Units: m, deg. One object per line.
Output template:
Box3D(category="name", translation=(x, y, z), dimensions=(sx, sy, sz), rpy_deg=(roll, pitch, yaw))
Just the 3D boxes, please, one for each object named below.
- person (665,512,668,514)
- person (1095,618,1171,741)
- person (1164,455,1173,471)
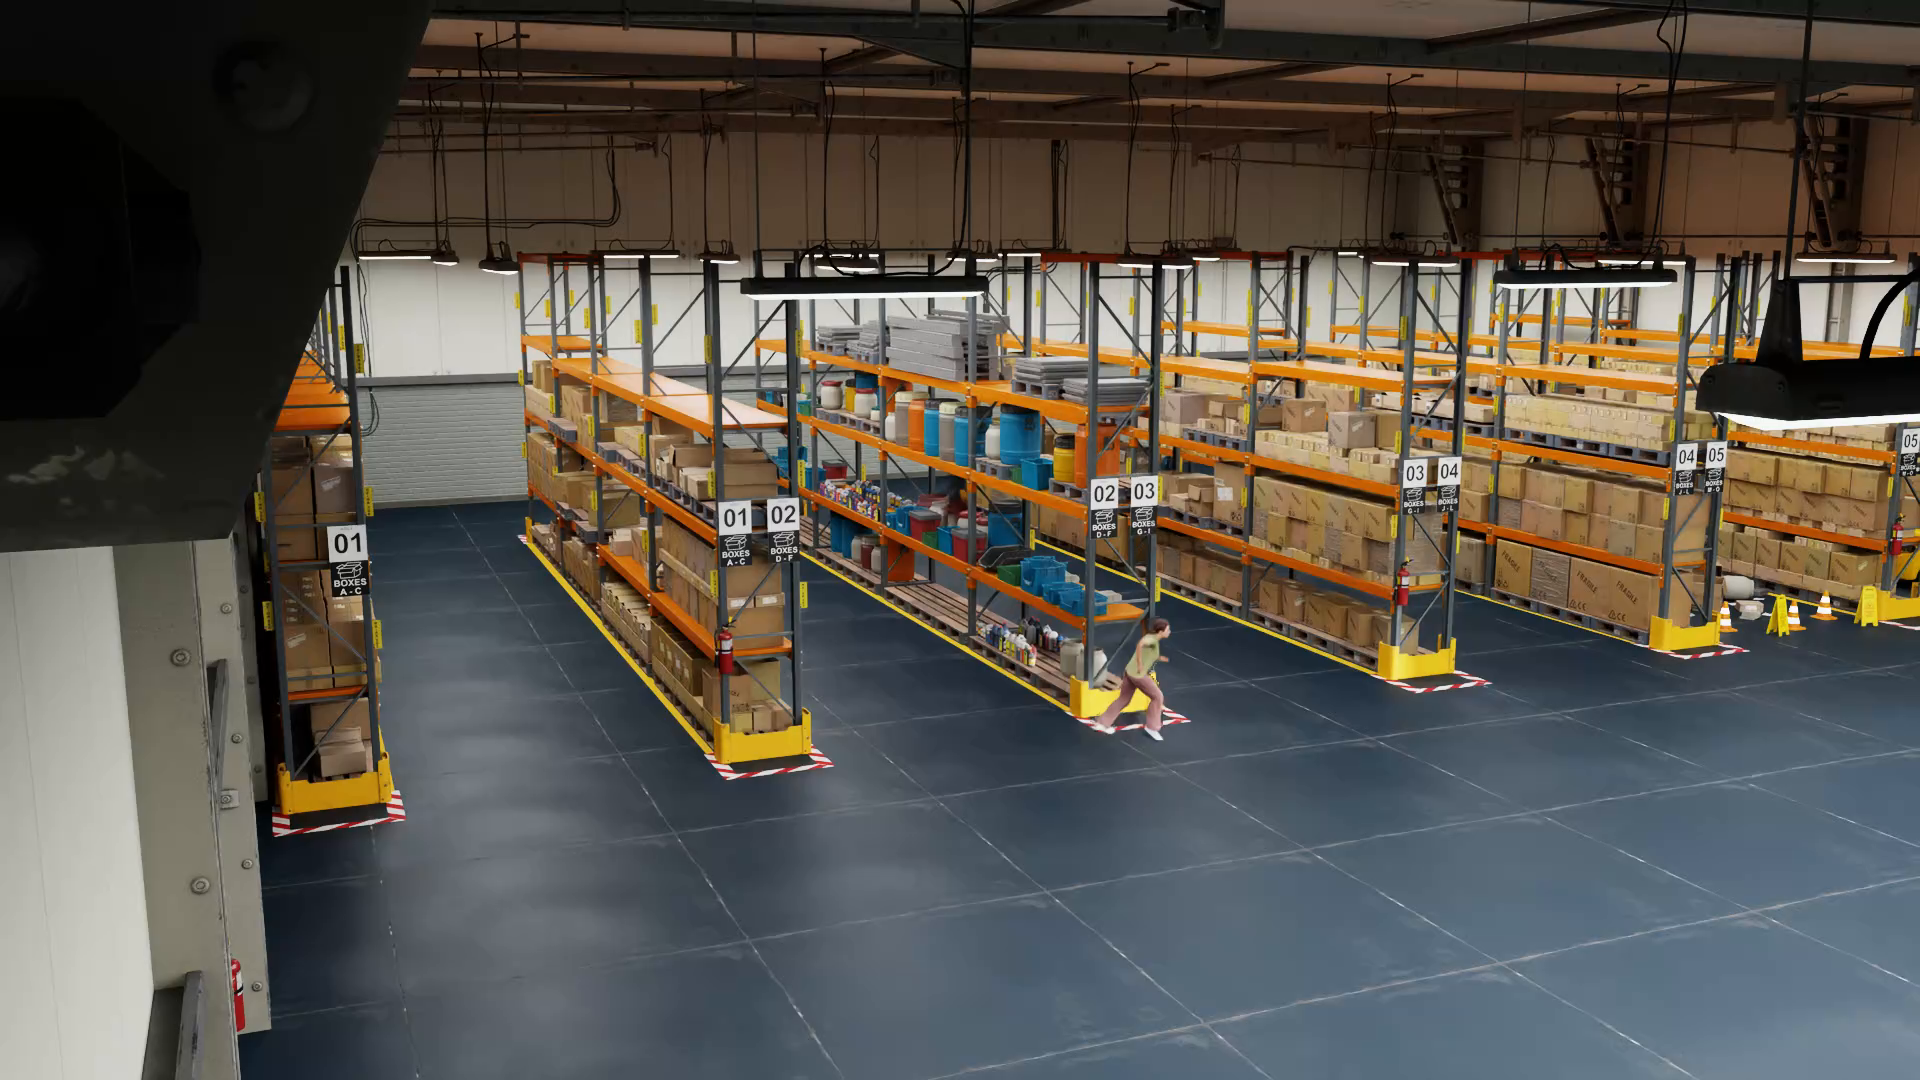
Box3D(category="person", translation=(-5.035, -0.131, 30.818), dimensions=(0.663, 1.792, 0.713), rpy_deg=(-7, 12, -34))
Box3D(category="person", translation=(2.182, 1.786, 21.031), dimensions=(0.945, 1.620, 0.618), rpy_deg=(0, 10, -1))
Box3D(category="person", translation=(5.427, -2.201, 42.644), dimensions=(0.540, 1.566, 0.783), rpy_deg=(8, 13, 38))
